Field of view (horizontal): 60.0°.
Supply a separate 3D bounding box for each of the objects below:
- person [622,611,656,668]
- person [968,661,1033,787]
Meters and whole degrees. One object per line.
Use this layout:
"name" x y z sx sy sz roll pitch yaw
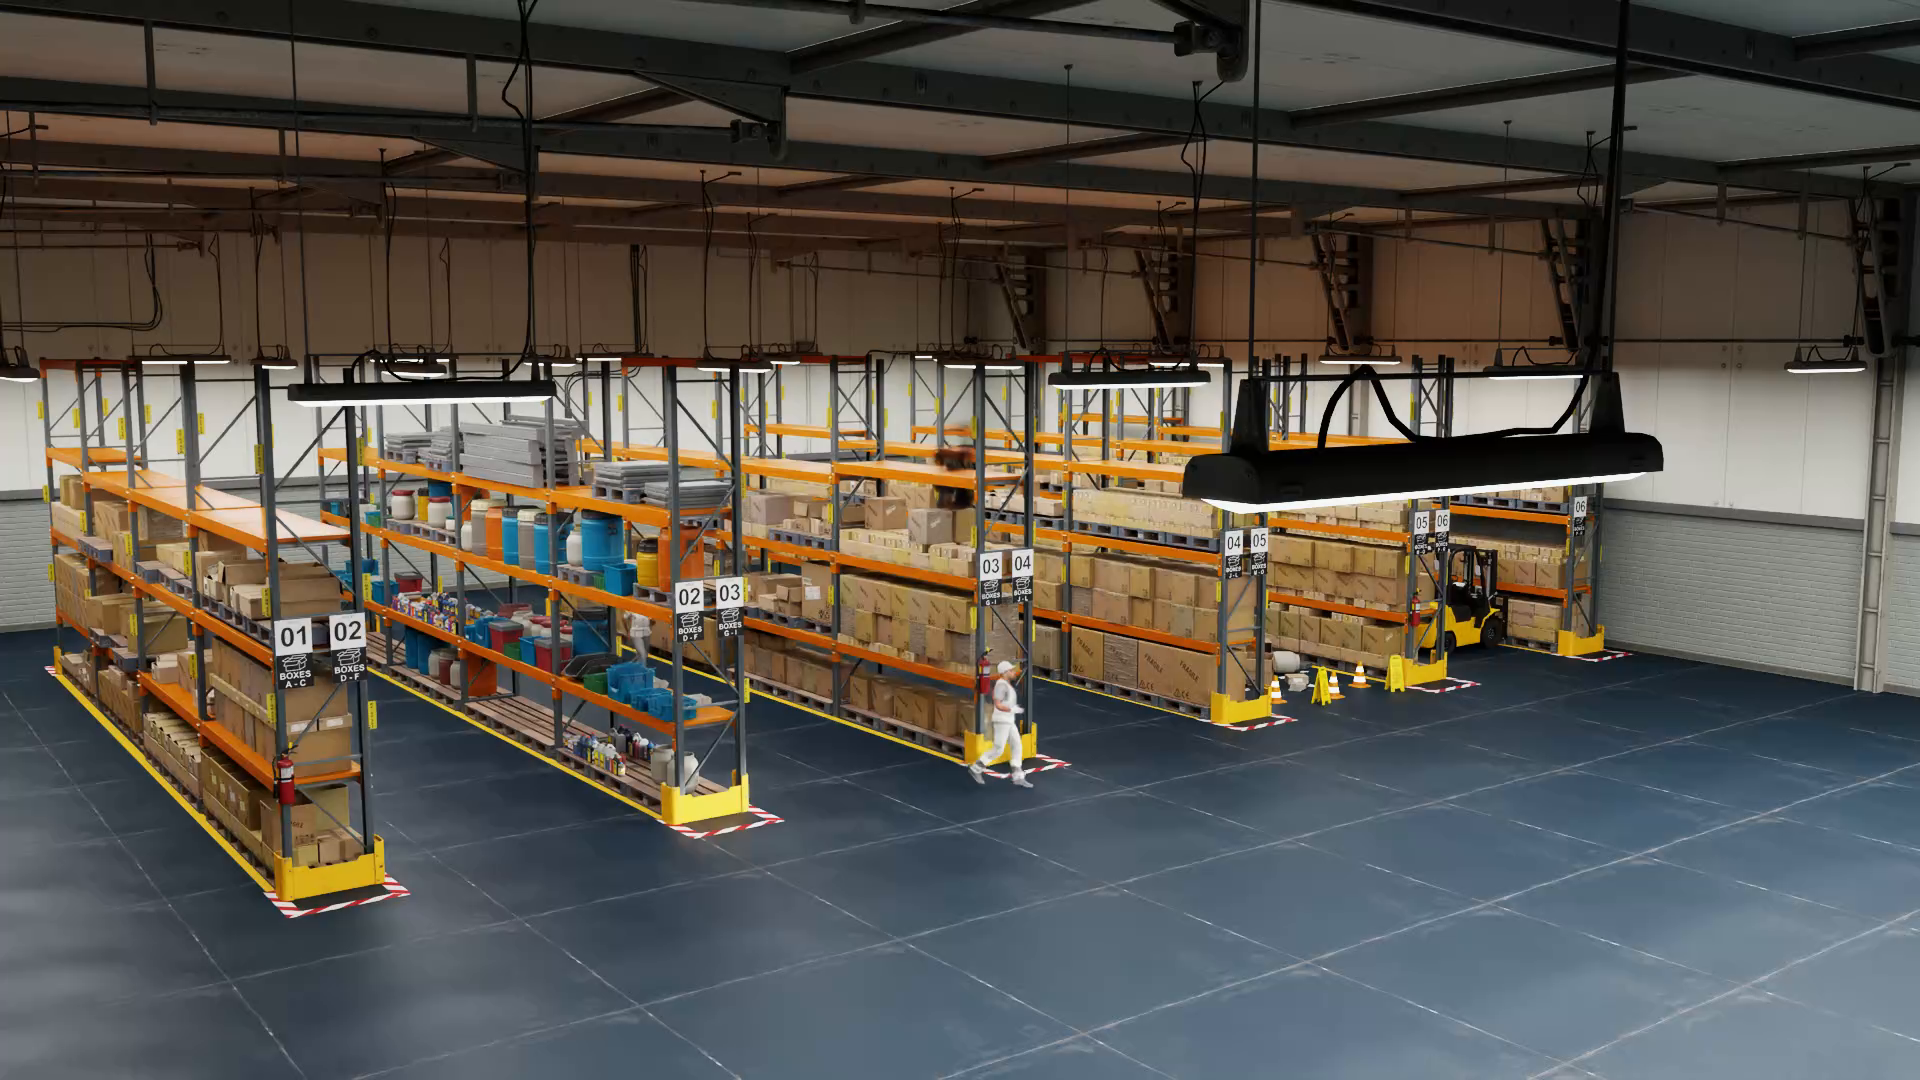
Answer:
"person" -5.934 1.780 30.839 0.577 1.672 0.907 -6 9 -39
"person" 0.608 2.606 23.615 0.936 1.783 0.686 2 7 13
